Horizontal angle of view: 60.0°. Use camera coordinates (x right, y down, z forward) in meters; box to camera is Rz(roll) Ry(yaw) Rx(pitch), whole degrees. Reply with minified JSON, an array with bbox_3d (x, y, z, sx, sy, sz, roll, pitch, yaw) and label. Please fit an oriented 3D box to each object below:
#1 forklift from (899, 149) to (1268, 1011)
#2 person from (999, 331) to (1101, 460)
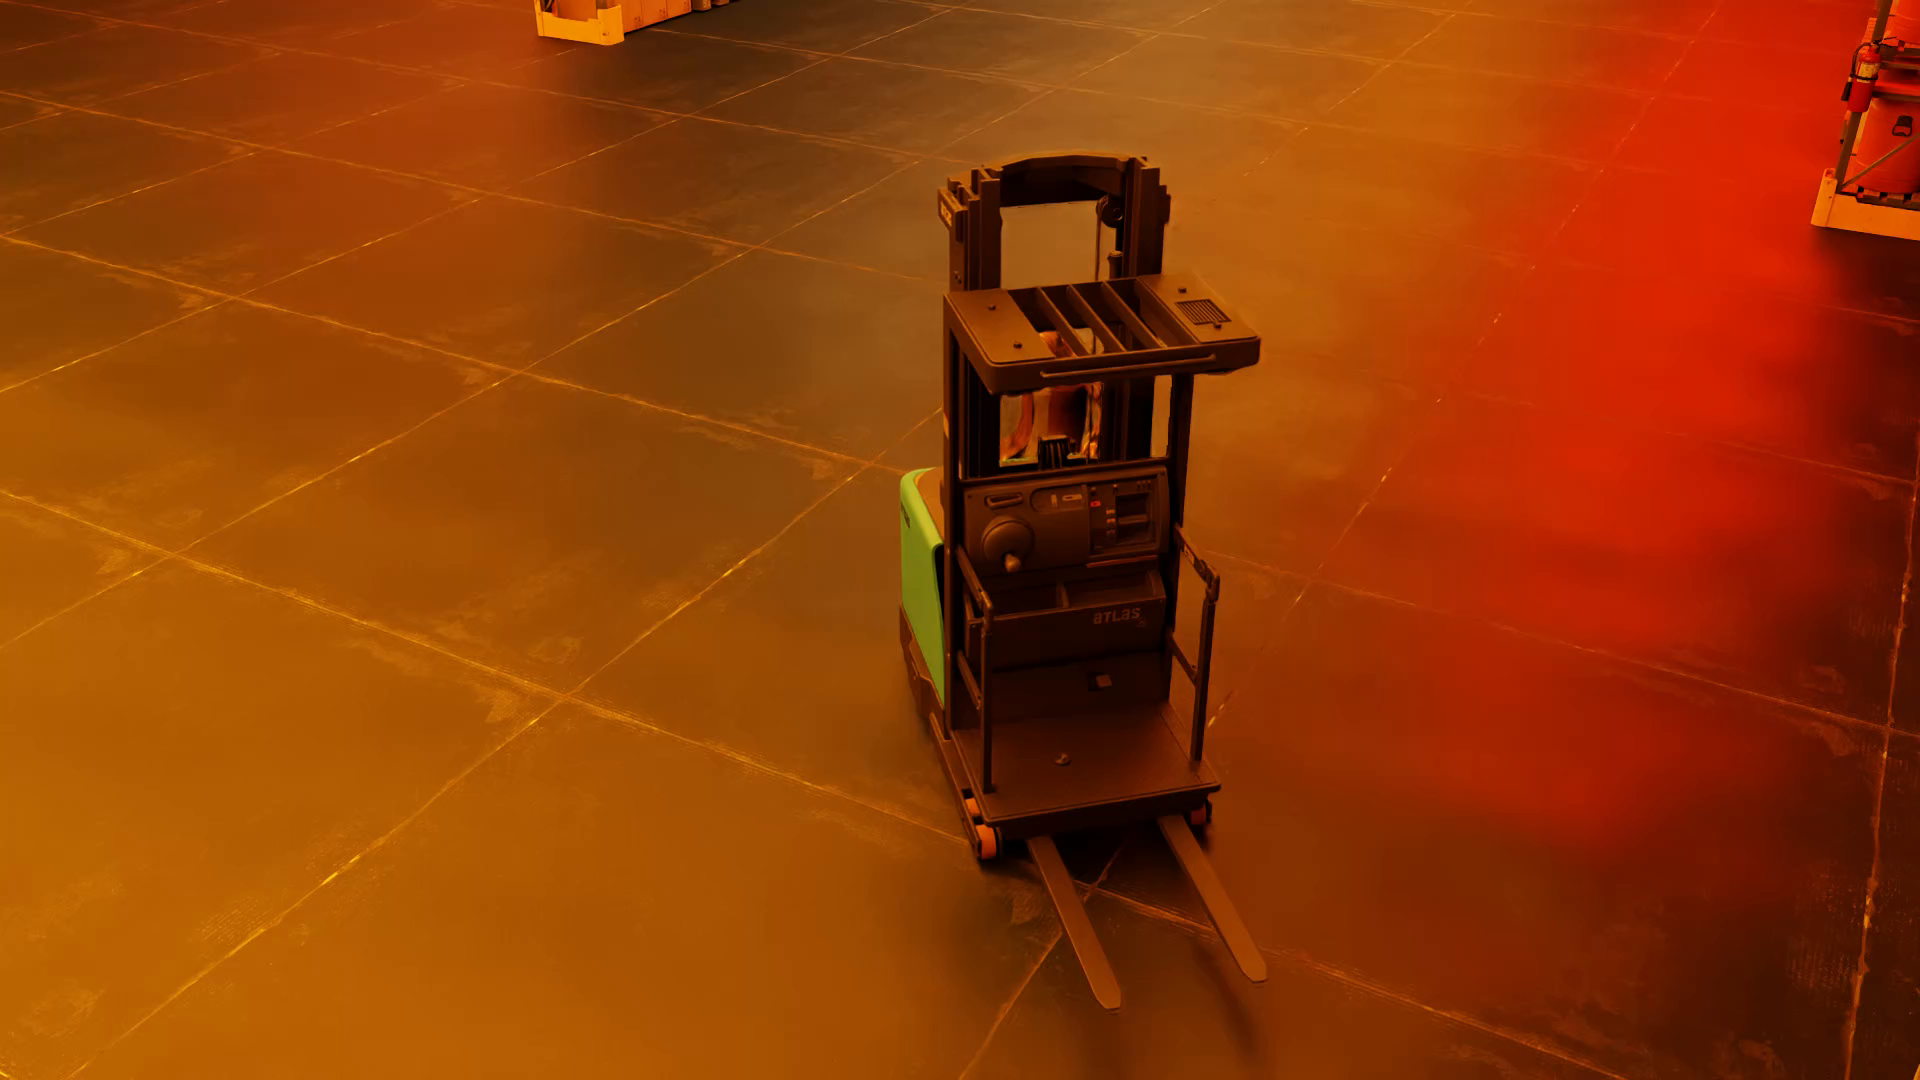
[{"bbox_3d":[0.528,-0.037,7.135,1.130,2.935,3.031,-7,31,-12],"label":"forklift"},{"bbox_3d":[0.485,-0.467,9.255,1.302,1.565,0.997,18,35,28],"label":"person"}]
